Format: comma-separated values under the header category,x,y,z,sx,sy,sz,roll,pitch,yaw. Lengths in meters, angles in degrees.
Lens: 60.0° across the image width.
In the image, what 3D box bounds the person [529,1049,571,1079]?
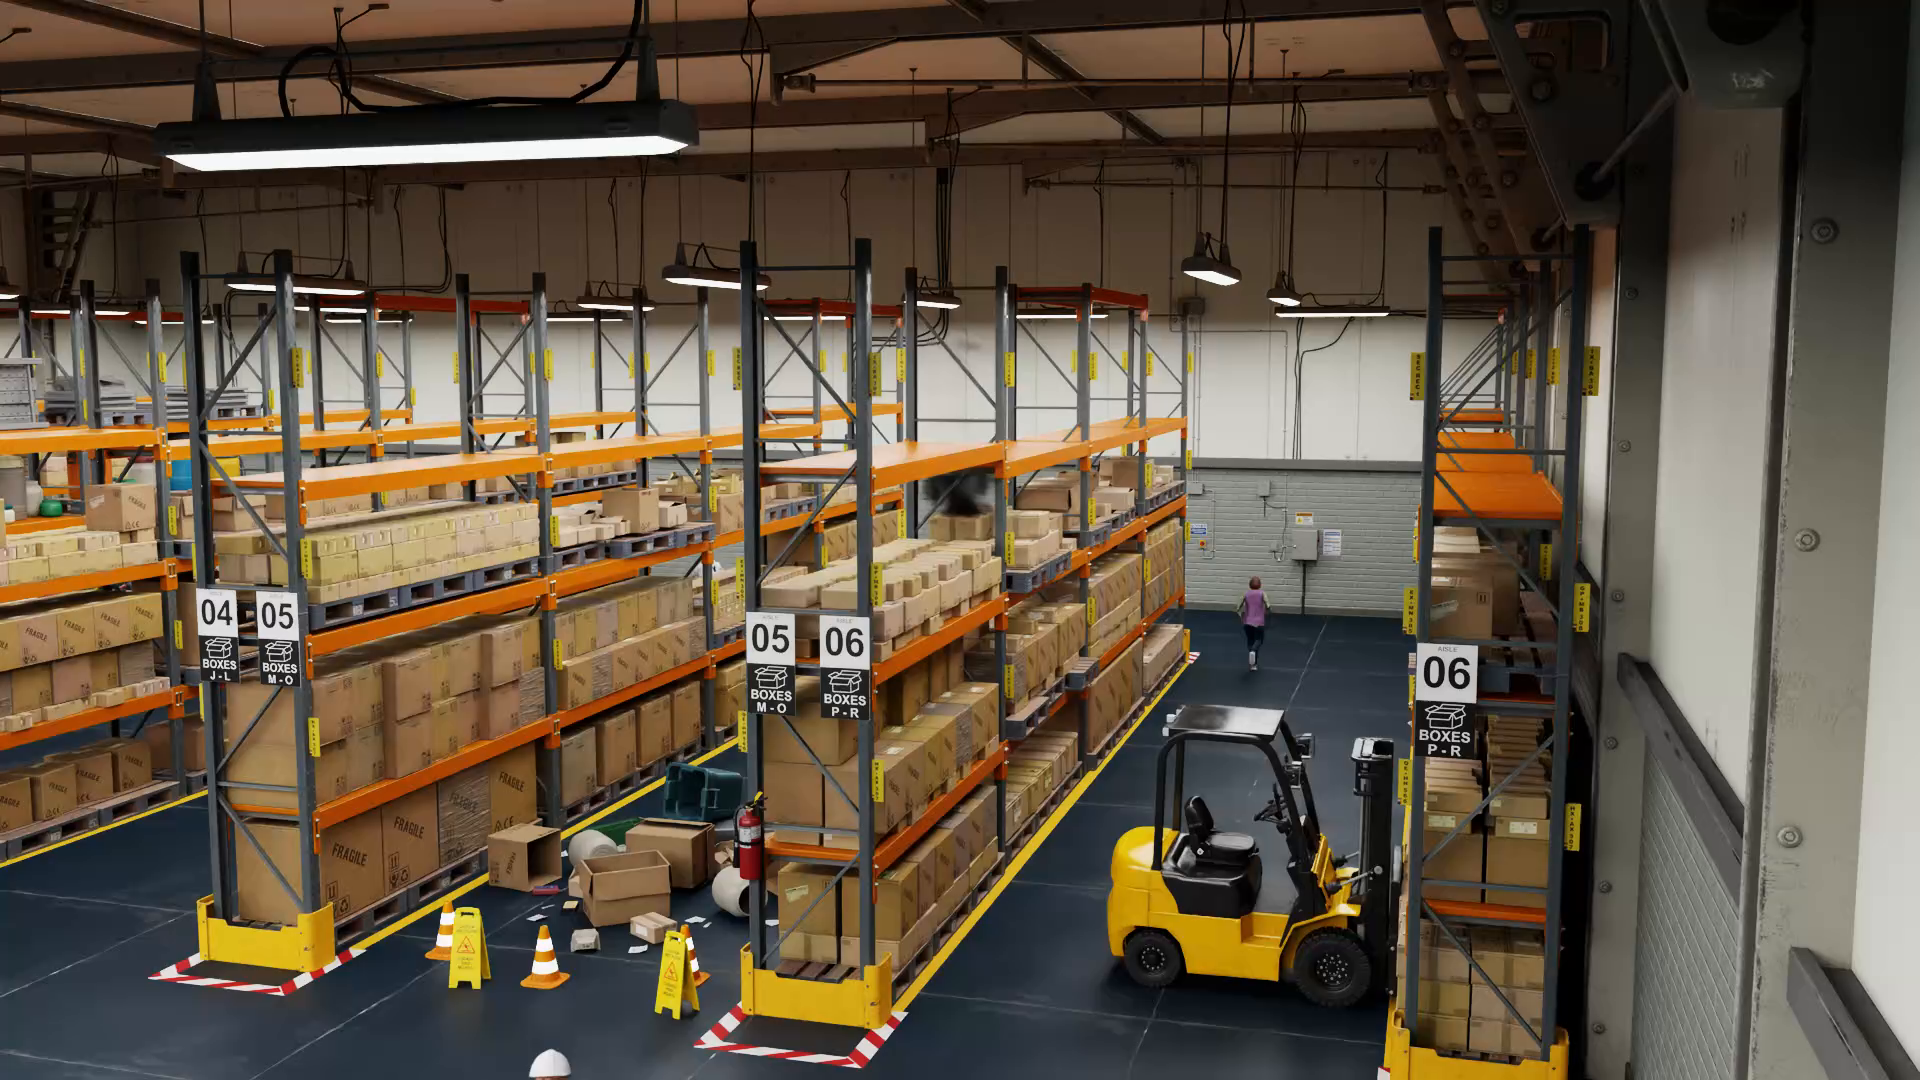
category,x,y,z,sx,sy,sz,roll,pitch,yaw
person,-1.968,3.365,8.304,0.704,1.726,0.726,-1,6,-9

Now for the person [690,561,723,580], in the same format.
category,x,y,z,sx,sy,sz,roll,pitch,yaw
person,-4.579,0.977,30.375,0.619,1.642,0.613,-2,7,-19

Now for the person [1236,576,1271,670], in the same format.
category,x,y,z,sx,sy,sz,roll,pitch,yaw
person,4.794,1.376,27.115,0.572,1.574,0.502,2,7,21
